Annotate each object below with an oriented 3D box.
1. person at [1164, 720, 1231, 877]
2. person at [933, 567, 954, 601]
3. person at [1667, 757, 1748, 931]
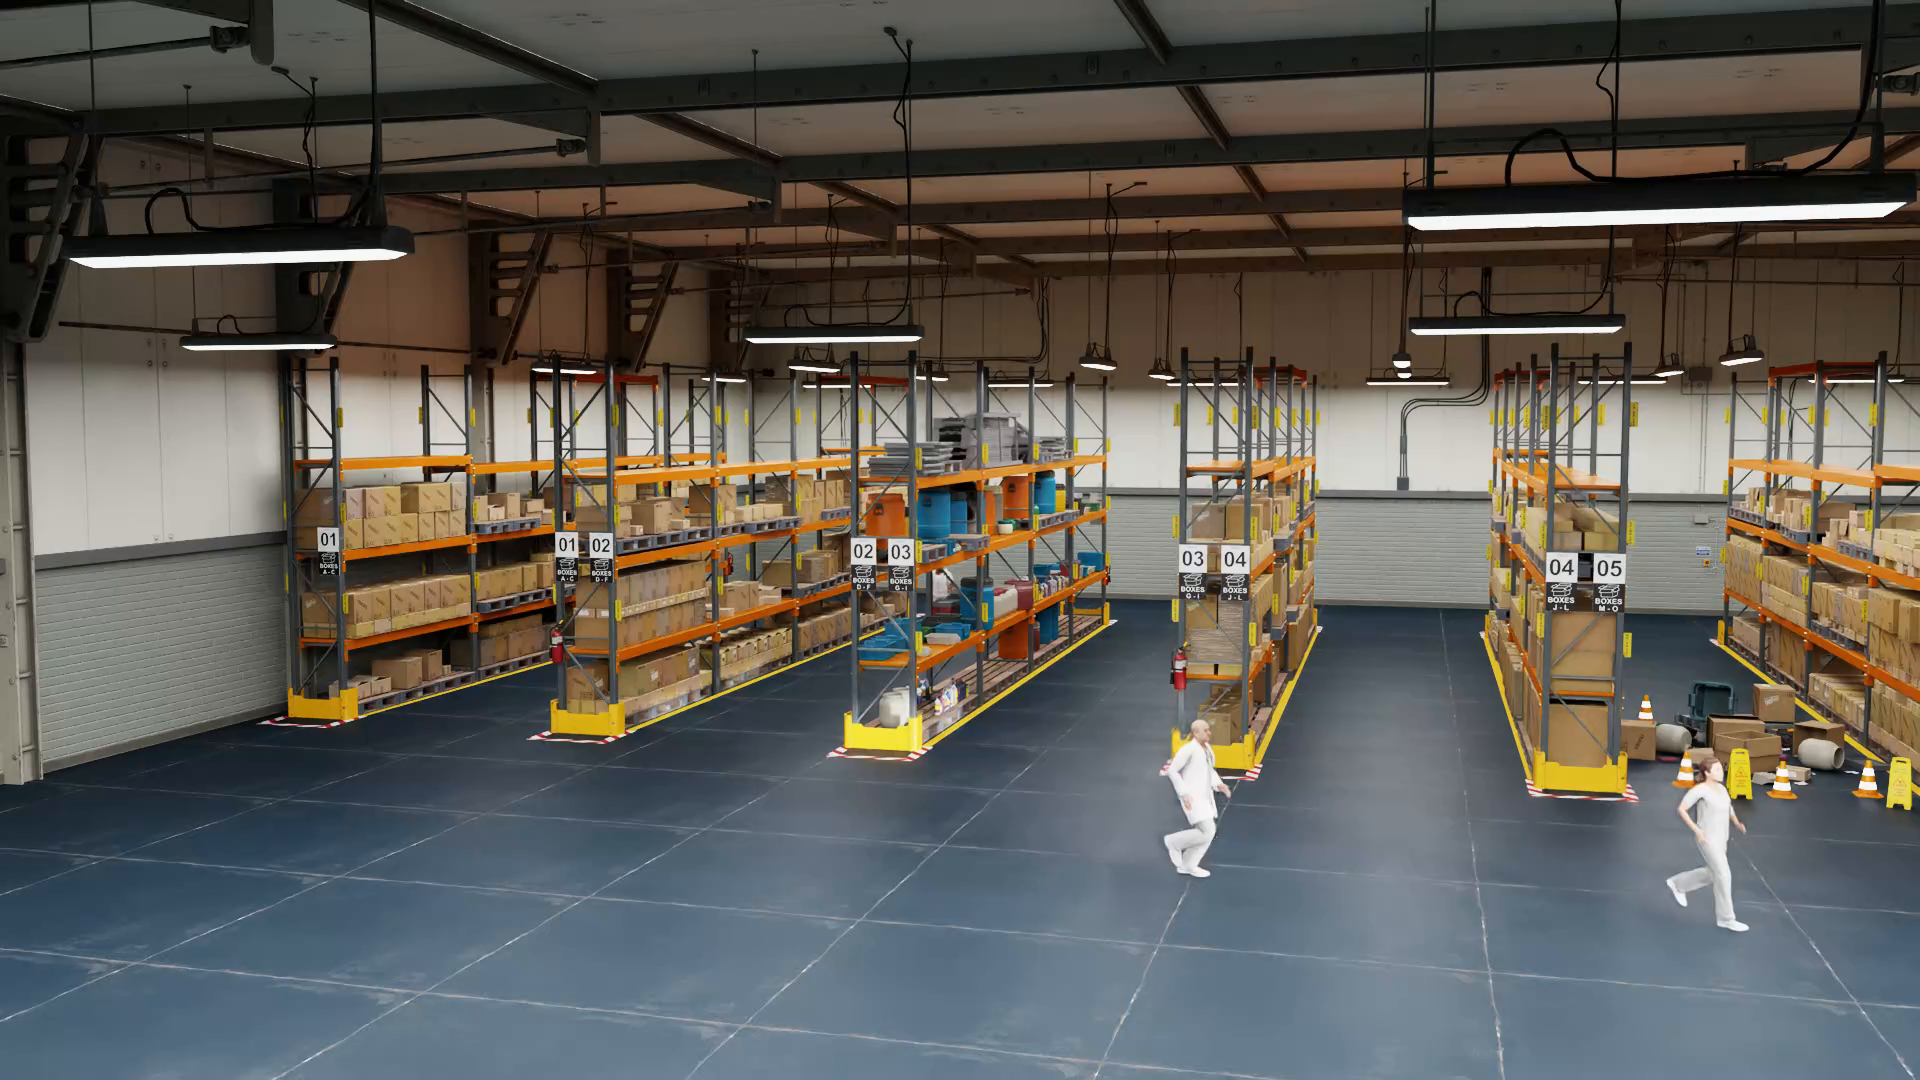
[{"bbox_3d":[2.591,2.814,18.114,0.671,1.726,0.696,3,5,38],"label":"person"},{"bbox_3d":[-0.473,1.303,38.592,0.679,1.753,0.919,0,4,5],"label":"person"},{"bbox_3d":[7.399,2.959,16.415,0.588,1.645,0.855,-3,5,-33],"label":"person"}]
